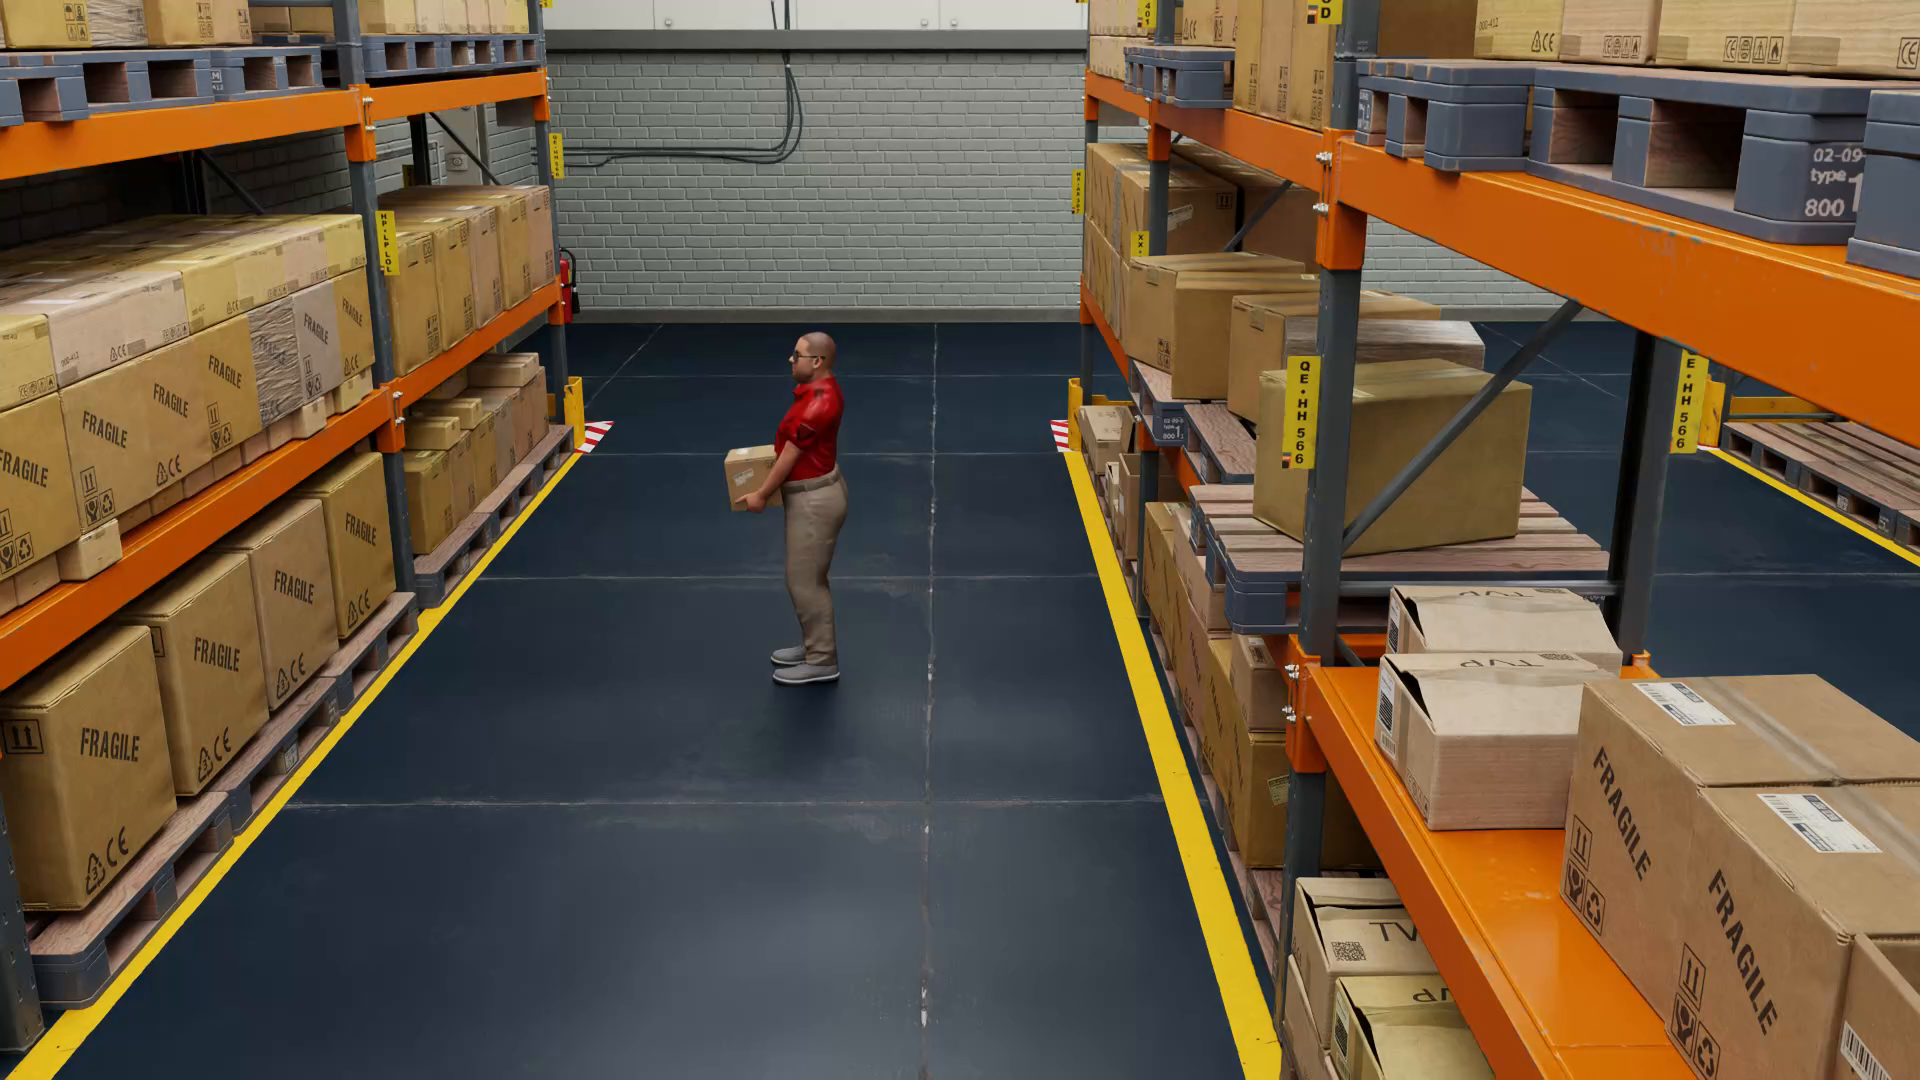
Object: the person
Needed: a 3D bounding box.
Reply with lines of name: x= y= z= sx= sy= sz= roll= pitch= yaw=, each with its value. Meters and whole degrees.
person: x=-0.822 y=-0.159 z=8.112 sx=0.524 sy=1.722 sz=0.490 roll=0 pitch=17 yaw=0
